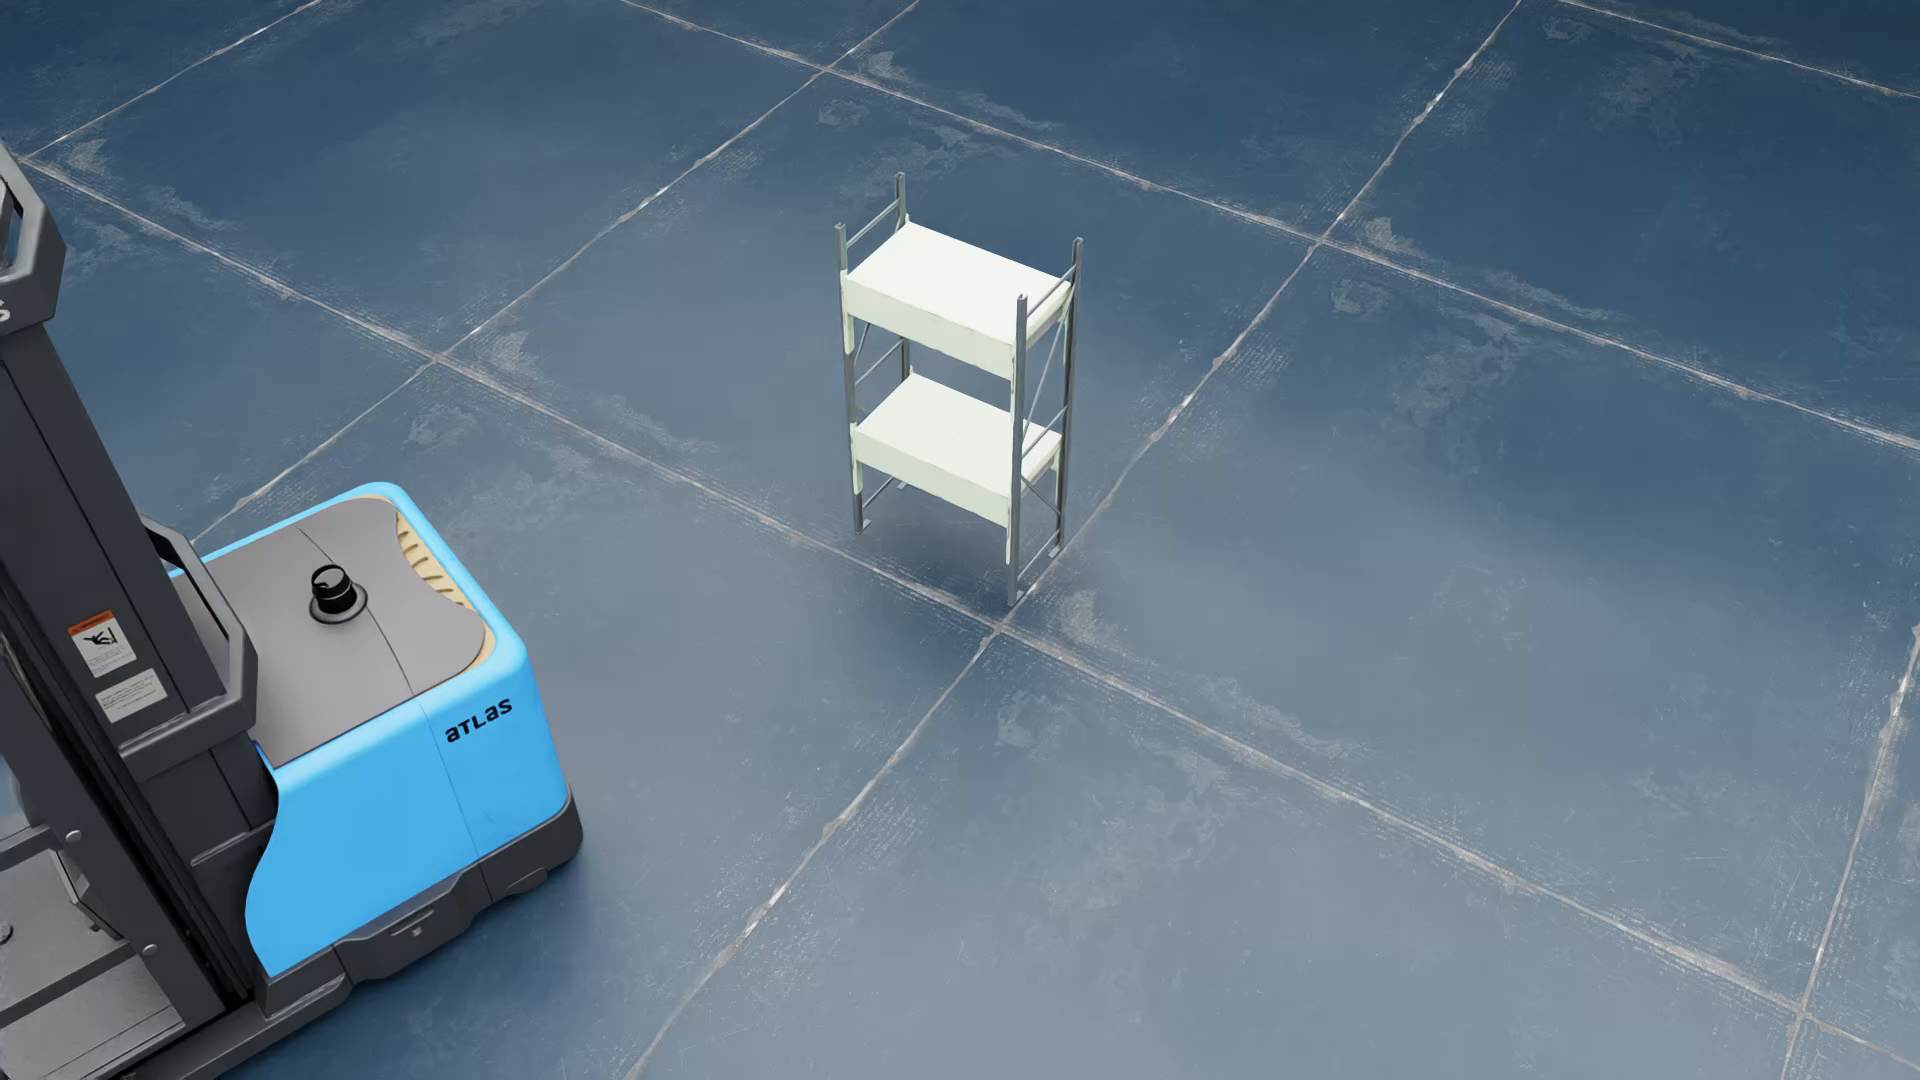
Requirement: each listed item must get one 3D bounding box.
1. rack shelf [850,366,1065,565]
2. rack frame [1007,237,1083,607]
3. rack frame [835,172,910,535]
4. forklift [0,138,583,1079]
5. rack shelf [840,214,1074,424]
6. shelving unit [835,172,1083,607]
[{"bbox_3d":[-0.006,-0.298,6.448,0.720,0.370,0.431,25,51,22],"label":"rack shelf"},{"bbox_3d":[0.302,-0.384,6.077,0.023,1.500,0.400,25,51,22],"label":"rack frame"},{"bbox_3d":[-0.314,-0.667,6.352,0.023,1.500,0.400,25,51,22],"label":"rack frame"},{"bbox_3d":[-2.757,0.432,4.286,3.031,2.935,1.130,-29,53,-25],"label":"forklift"},{"bbox_3d":[-0.006,-0.797,5.935,0.720,0.370,0.431,25,51,22],"label":"rack shelf"},{"bbox_3d":[-0.006,-0.525,6.215,0.755,1.500,0.431,25,51,22],"label":"shelving unit"}]
